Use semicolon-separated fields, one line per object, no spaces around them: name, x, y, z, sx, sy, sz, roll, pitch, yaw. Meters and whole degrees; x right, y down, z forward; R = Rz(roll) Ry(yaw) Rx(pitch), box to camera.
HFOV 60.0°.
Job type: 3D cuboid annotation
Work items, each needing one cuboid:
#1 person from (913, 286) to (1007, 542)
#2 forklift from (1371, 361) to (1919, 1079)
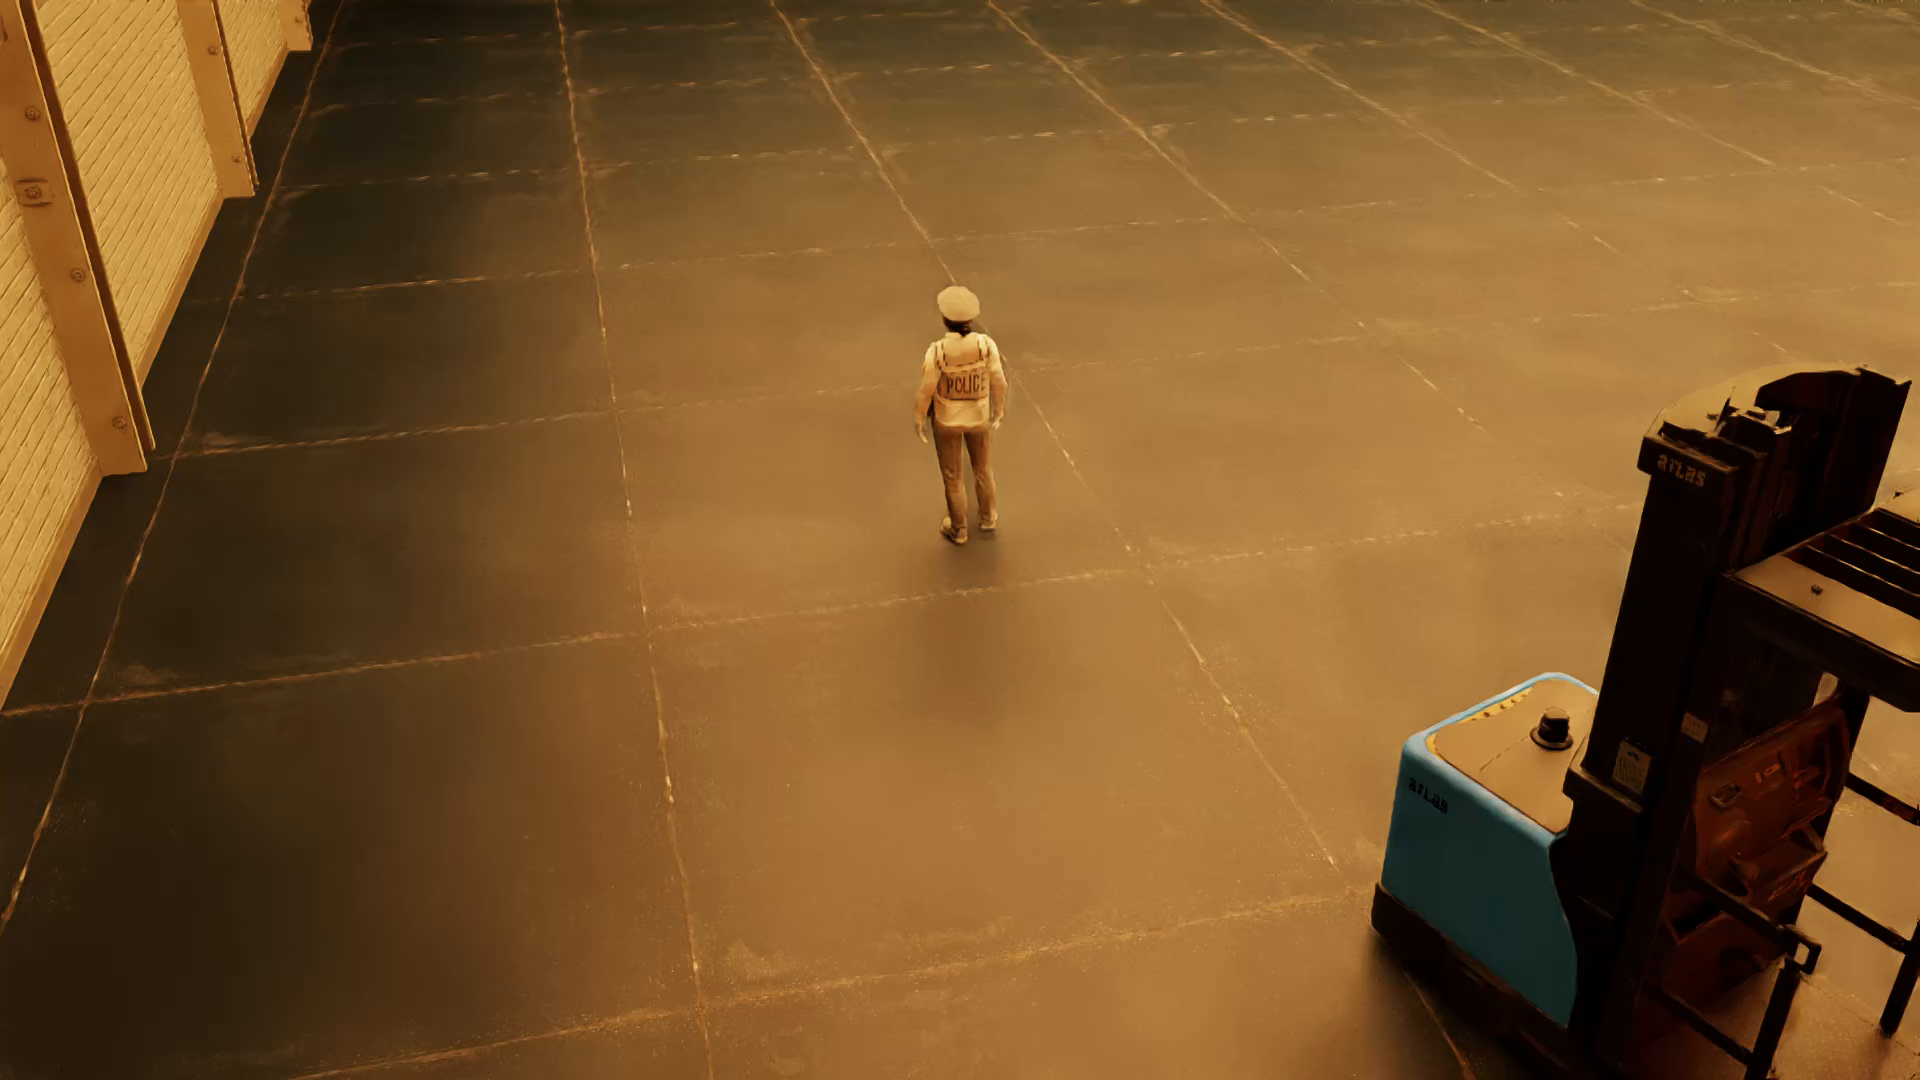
person;-0.009;-0.773;10.130;0.586;1.695;0.532;-7;31;-12
forklift;3.065;0.972;5.895;1.130;2.935;3.031;-18;35;-29
